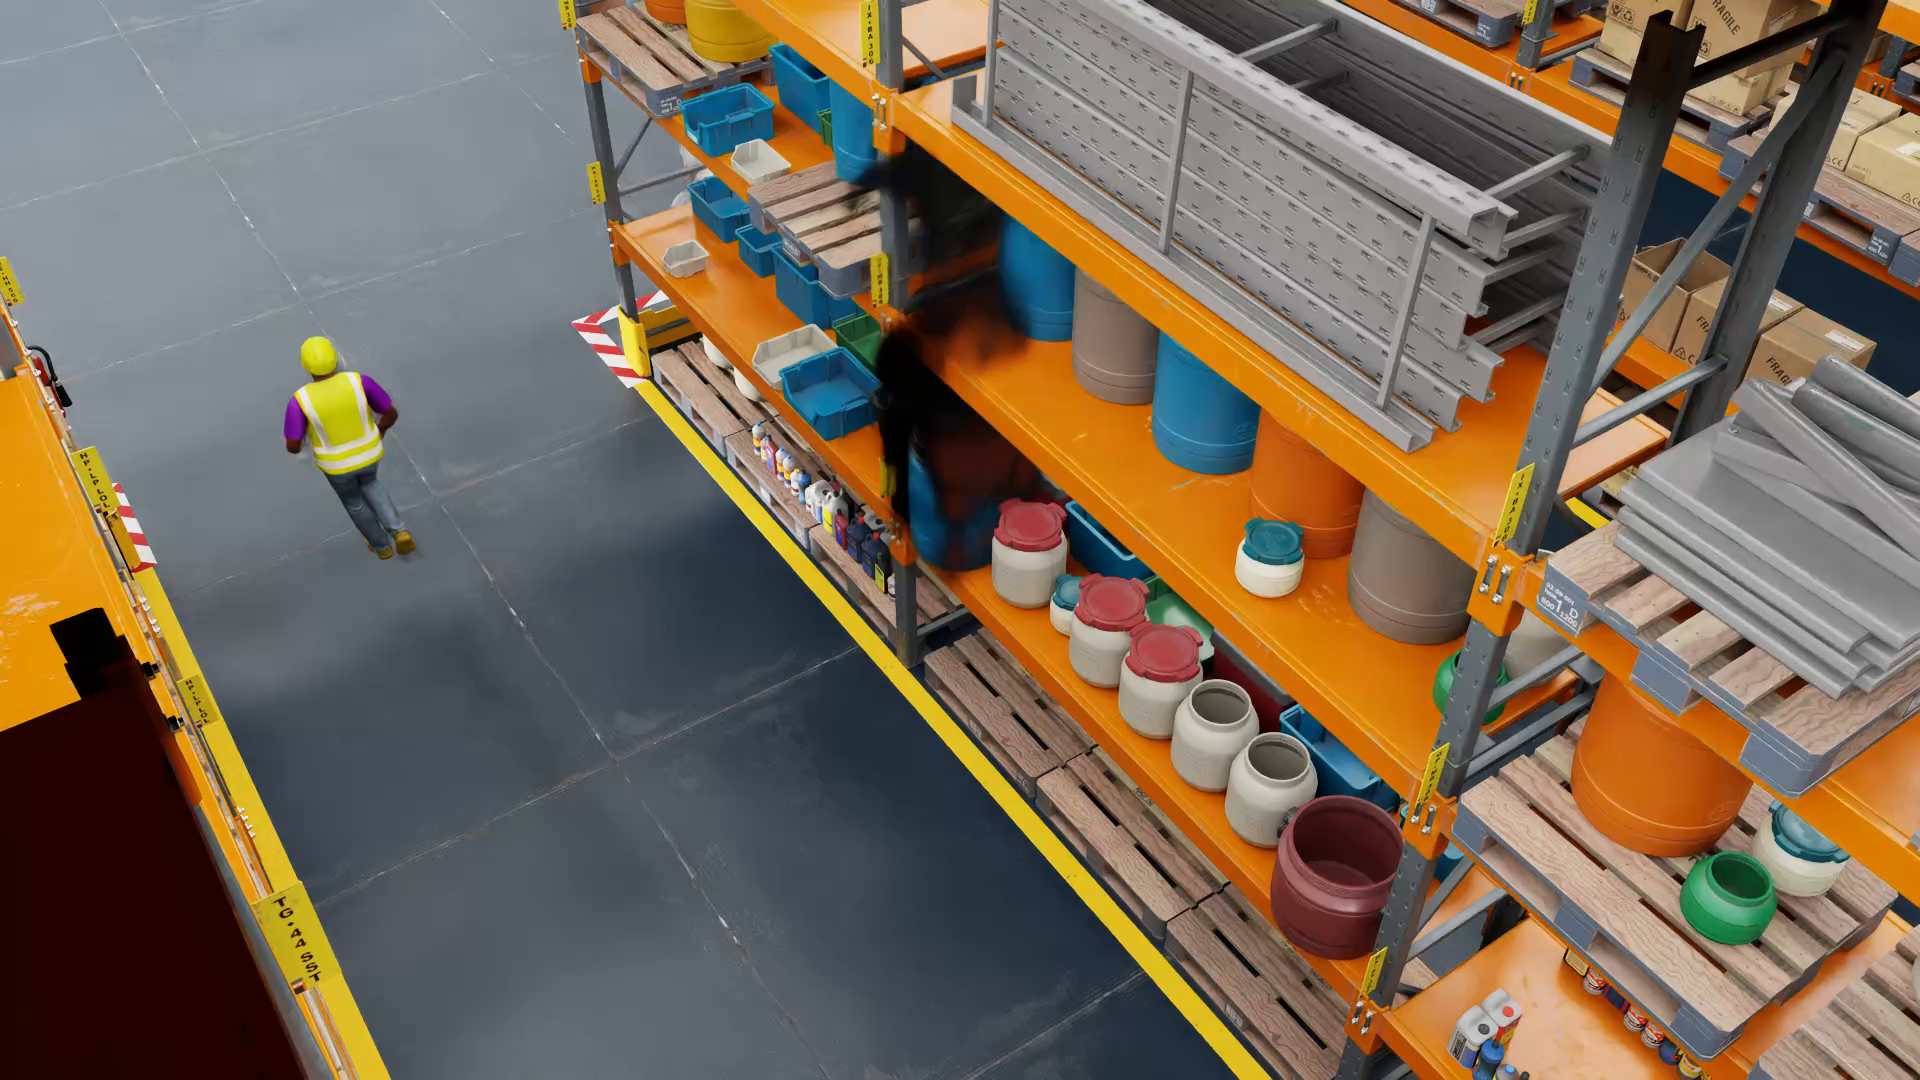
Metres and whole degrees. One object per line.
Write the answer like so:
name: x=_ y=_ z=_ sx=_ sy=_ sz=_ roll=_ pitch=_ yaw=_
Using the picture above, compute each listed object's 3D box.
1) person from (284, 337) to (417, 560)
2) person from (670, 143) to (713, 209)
person: x=-3.923 y=-0.544 z=10.650 sx=0.690 sy=1.741 sz=0.573 roll=-27 pitch=49 yaw=-26
person: x=-2.091 y=-2.983 z=13.748 sx=0.664 sy=1.688 sz=0.766 roll=18 pitch=46 yaw=19
